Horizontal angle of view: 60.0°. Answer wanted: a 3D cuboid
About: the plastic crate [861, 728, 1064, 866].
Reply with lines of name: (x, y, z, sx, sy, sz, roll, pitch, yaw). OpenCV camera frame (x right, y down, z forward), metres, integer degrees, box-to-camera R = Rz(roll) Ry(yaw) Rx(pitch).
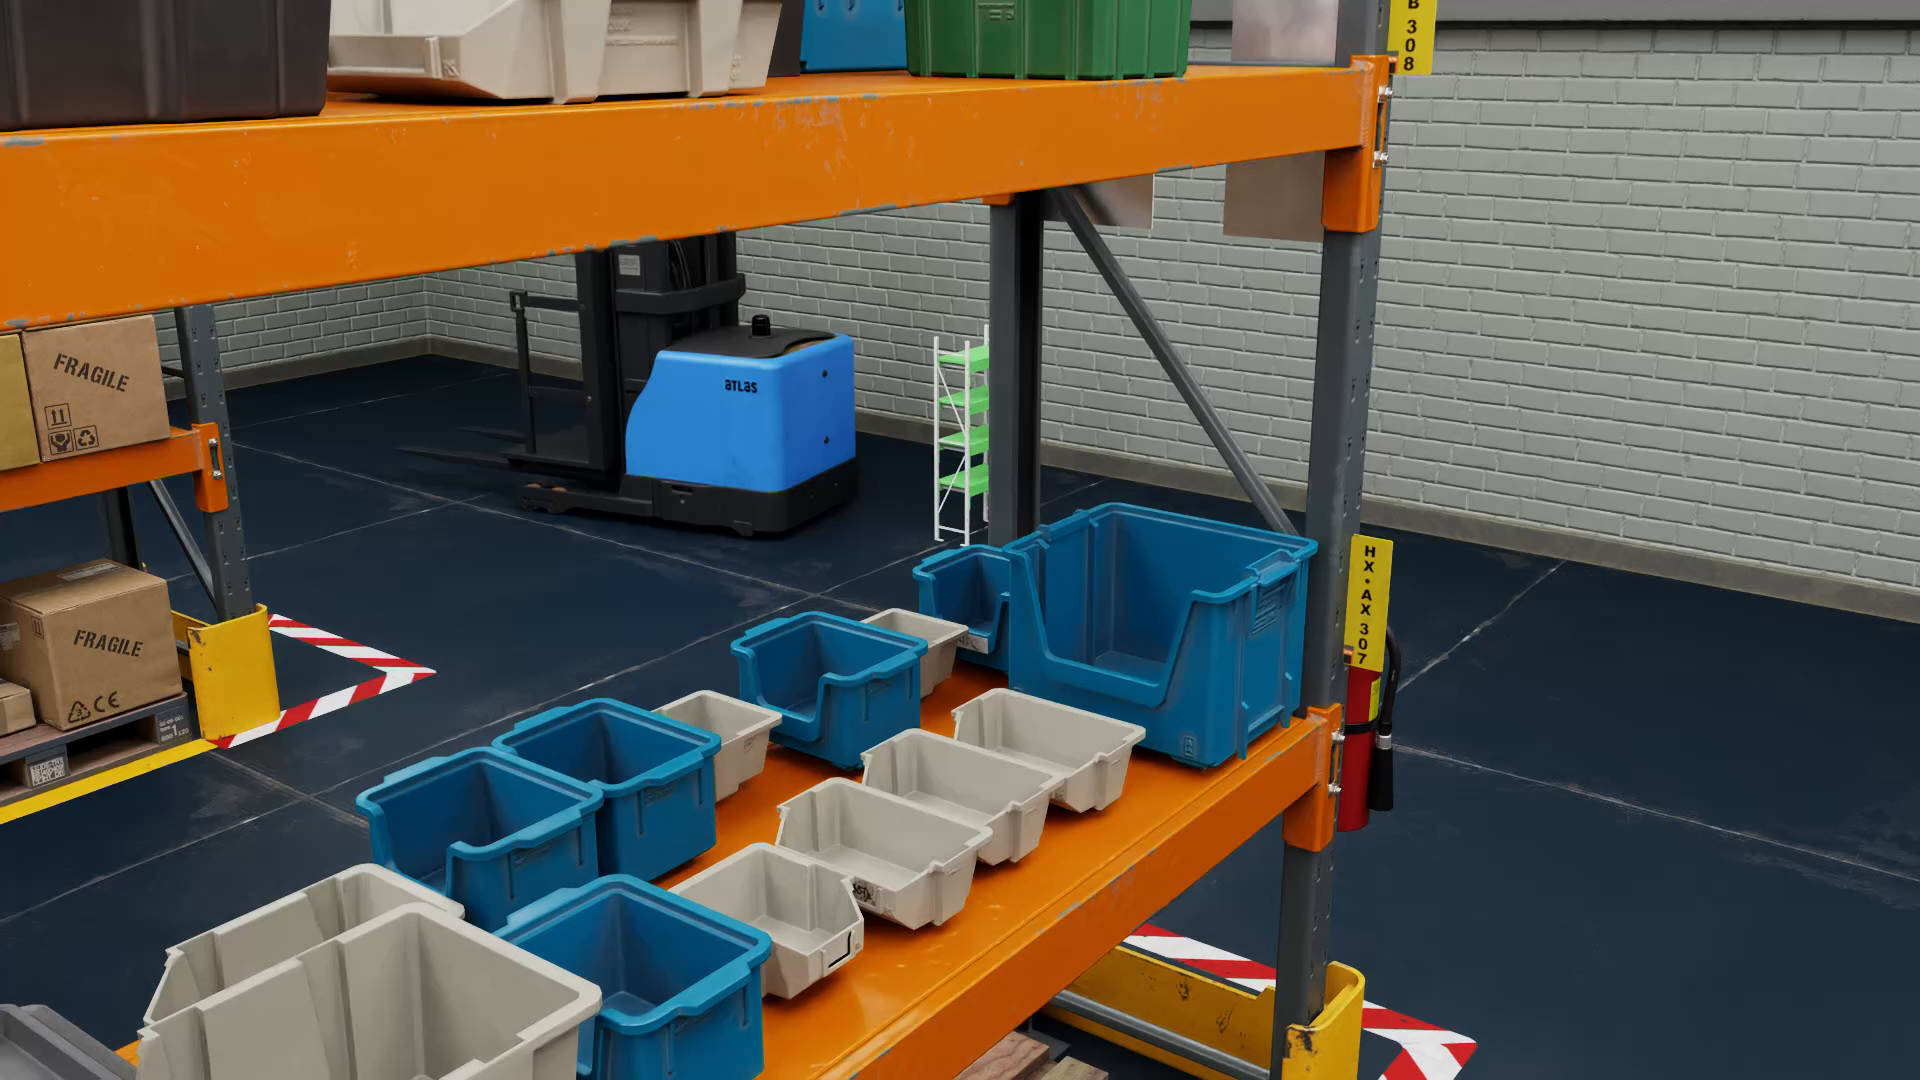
plastic crate: (-0.014, 0.524, 3.341, 0.396, 0.136, 0.243, 12, 21, 35)

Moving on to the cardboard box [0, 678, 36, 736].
cardboard box: (-3.905, 0.655, 6.613, 0.380, 0.166, 0.250, 12, 21, 35)

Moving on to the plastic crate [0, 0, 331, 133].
plastic crate: (-0.912, -0.530, 1.556, 0.497, 0.269, 0.590, 12, 21, 35)

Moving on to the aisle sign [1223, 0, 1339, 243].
aisle sign: (0.789, -1.072, 3.756, 0.394, 0.787, 0.004, 12, 21, 35)

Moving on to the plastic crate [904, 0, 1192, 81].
plastic crate: (0.153, -0.912, 2.921, 0.450, 0.188, 0.336, 12, 21, 35)

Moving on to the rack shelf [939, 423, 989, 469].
rack shelf: (0.099, -0.551, 9.712, 0.258, 0.148, 0.480, 12, 21, 35)

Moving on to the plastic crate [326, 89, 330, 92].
plastic crate: (-1.057, -0.768, 2.302, 0.437, 0.282, 0.530, 12, 21, 35)

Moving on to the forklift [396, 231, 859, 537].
forklift: (-2.197, -1.692, 10.251, 3.031, 2.935, 1.130, 8, 19, 23)

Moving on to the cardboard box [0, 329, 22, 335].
cardboard box: (-3.810, -0.992, 6.026, 0.500, 0.500, 0.500, 13, 22, 36)

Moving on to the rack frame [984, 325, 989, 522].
rack frame: (0.244, -0.671, 9.880, 0.240, 1.200, 0.015, 12, 21, 35)

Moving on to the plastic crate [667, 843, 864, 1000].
plastic crate: (-0.322, 0.669, 2.876, 0.298, 0.136, 0.250, 12, 21, 35)

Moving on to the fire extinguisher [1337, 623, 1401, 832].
fire extinguisher: (0.966, 0.394, 4.177, 0.296, 0.674, 0.183, 12, 21, 35)

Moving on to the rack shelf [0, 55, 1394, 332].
rack shelf: (-0.681, -0.478, 2.381, 1.077, 0.370, 4.000, 12, 21, 35)

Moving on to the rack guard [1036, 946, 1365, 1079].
rack guard: (0.515, 1.320, 4.650, 1.175, 0.500, 0.348, 12, 21, 35)

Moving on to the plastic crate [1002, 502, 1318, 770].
plastic crate: (0.461, 0.202, 3.876, 0.616, 0.435, 0.499, 12, 21, 35)

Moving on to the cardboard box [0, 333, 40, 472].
cardboard box: (-3.819, -0.511, 6.161, 0.500, 0.500, 0.500, 13, 21, 35)

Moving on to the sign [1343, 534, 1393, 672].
sign: (0.962, 0.150, 3.928, 0.100, 0.325, 0.005, 12, 21, 35)

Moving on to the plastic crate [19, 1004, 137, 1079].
plastic crate: (-1.421, 0.876, 2.228, 0.437, 0.125, 0.590, 12, 21, 35)

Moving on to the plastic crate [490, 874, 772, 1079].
plastic crate: (-0.507, 0.720, 2.548, 0.416, 0.233, 0.300, 12, 21, 35)

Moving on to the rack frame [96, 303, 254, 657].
rack frame: (-3.465, -0.742, 7.075, 1.000, 3.000, 0.127, 12, 21, 35)

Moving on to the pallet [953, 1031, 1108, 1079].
pallet: (-0.012, 1.656, 4.056, 1.003, 0.211, 1.213, 12, 21, 35)

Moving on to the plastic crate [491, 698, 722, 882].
plastic crate: (-0.685, 0.500, 3.257, 0.416, 0.233, 0.300, 12, 21, 35)

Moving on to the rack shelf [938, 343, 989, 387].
rack shelf: (0.099, -1.010, 9.569, 0.258, 0.148, 0.480, 12, 21, 35)

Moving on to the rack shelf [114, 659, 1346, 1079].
rack shelf: (-0.681, 0.954, 2.826, 1.077, 0.370, 4.000, 12, 21, 35)

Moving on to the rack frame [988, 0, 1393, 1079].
rack frame: (0.511, 0.134, 4.253, 1.000, 3.000, 0.127, 12, 21, 35)

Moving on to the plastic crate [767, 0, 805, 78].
plastic crate: (-0.620, -0.953, 2.802, 0.504, 0.338, 0.767, 12, 21, 35)

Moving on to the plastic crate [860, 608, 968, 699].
plastic crate: (-0.158, 0.294, 4.082, 0.250, 0.136, 0.298, 12, 21, 35)

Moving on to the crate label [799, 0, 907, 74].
crate label: (-0.298, -1.064, 3.306, 0.408, 0.251, 0.502, 12, 21, 35)

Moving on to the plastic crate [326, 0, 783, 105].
plastic crate: (-0.521, -0.636, 2.121, 0.437, 0.136, 0.530, 12, 21, 35)

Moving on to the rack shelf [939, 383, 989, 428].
rack shelf: (0.099, -0.781, 9.641, 0.258, 0.148, 0.480, 12, 21, 35)

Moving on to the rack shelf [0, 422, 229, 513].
rack shelf: (-4.657, 0.078, 5.647, 1.077, 0.370, 4.000, 12, 21, 35)

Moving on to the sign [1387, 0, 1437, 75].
sign: (0.962, -1.155, 3.523, 0.100, 0.325, 0.005, 12, 21, 35)

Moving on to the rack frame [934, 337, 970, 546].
rack frame: (-0.047, -0.554, 9.506, 0.240, 1.200, 0.015, 12, 21, 35)

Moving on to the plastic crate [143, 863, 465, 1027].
plastic crate: (-1.076, 0.717, 2.722, 0.293, 0.136, 0.466, 12, 21, 35)

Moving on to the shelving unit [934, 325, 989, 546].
shelving unit: (0.099, -0.612, 9.693, 0.258, 1.200, 0.503, 12, 21, 35)

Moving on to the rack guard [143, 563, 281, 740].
rack guard: (-3.510, 0.470, 7.387, 1.175, 0.500, 0.348, 12, 21, 35)

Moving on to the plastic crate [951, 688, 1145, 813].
plastic crate: (0.170, 0.458, 3.555, 0.396, 0.136, 0.243, 12, 21, 35)

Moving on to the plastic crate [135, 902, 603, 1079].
plastic crate: (-0.815, 0.784, 2.260, 0.437, 0.282, 0.530, 12, 21, 35)

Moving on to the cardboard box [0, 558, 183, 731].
cardboard box: (-3.591, 0.415, 6.823, 0.500, 0.500, 0.500, 12, 21, 35)

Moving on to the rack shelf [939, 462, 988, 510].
rack shelf: (0.099, -0.322, 9.783, 0.258, 0.148, 0.480, 12, 21, 35)

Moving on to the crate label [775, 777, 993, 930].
crate label: (-0.160, 0.595, 3.113, 0.396, 0.136, 0.243, 12, 21, 35)

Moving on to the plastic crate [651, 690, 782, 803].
plastic crate: (-0.562, 0.456, 3.562, 0.250, 0.136, 0.298, 12, 21, 35)

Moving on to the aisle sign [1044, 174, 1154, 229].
aisle sign: (0.315, -1.177, 4.092, 0.394, 0.787, 0.004, 12, 21, 35)

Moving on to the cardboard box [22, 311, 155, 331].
cardboard box: (-3.509, -1.112, 6.414, 0.500, 0.500, 0.500, 12, 21, 34)

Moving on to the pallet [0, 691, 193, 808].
pallet: (-3.984, 0.798, 6.818, 1.003, 0.211, 1.213, 12, 21, 35)

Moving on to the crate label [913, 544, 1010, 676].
crate label: (0.099, 0.186, 4.267, 0.416, 0.233, 0.303, 12, 21, 35)

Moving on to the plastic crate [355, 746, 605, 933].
plastic crate: (-0.864, 0.571, 3.027, 0.416, 0.233, 0.300, 12, 21, 35)

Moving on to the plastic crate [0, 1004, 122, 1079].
plastic crate: (-1.139, 0.860, 1.709, 0.402, 0.464, 0.583, 12, 21, 35)

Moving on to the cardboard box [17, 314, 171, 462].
cardboard box: (-3.513, -0.635, 6.561, 0.500, 0.500, 0.500, 13, 22, 36)

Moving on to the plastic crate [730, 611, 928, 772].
plastic crate: (-0.293, 0.343, 3.762, 0.416, 0.233, 0.300, 12, 21, 35)
